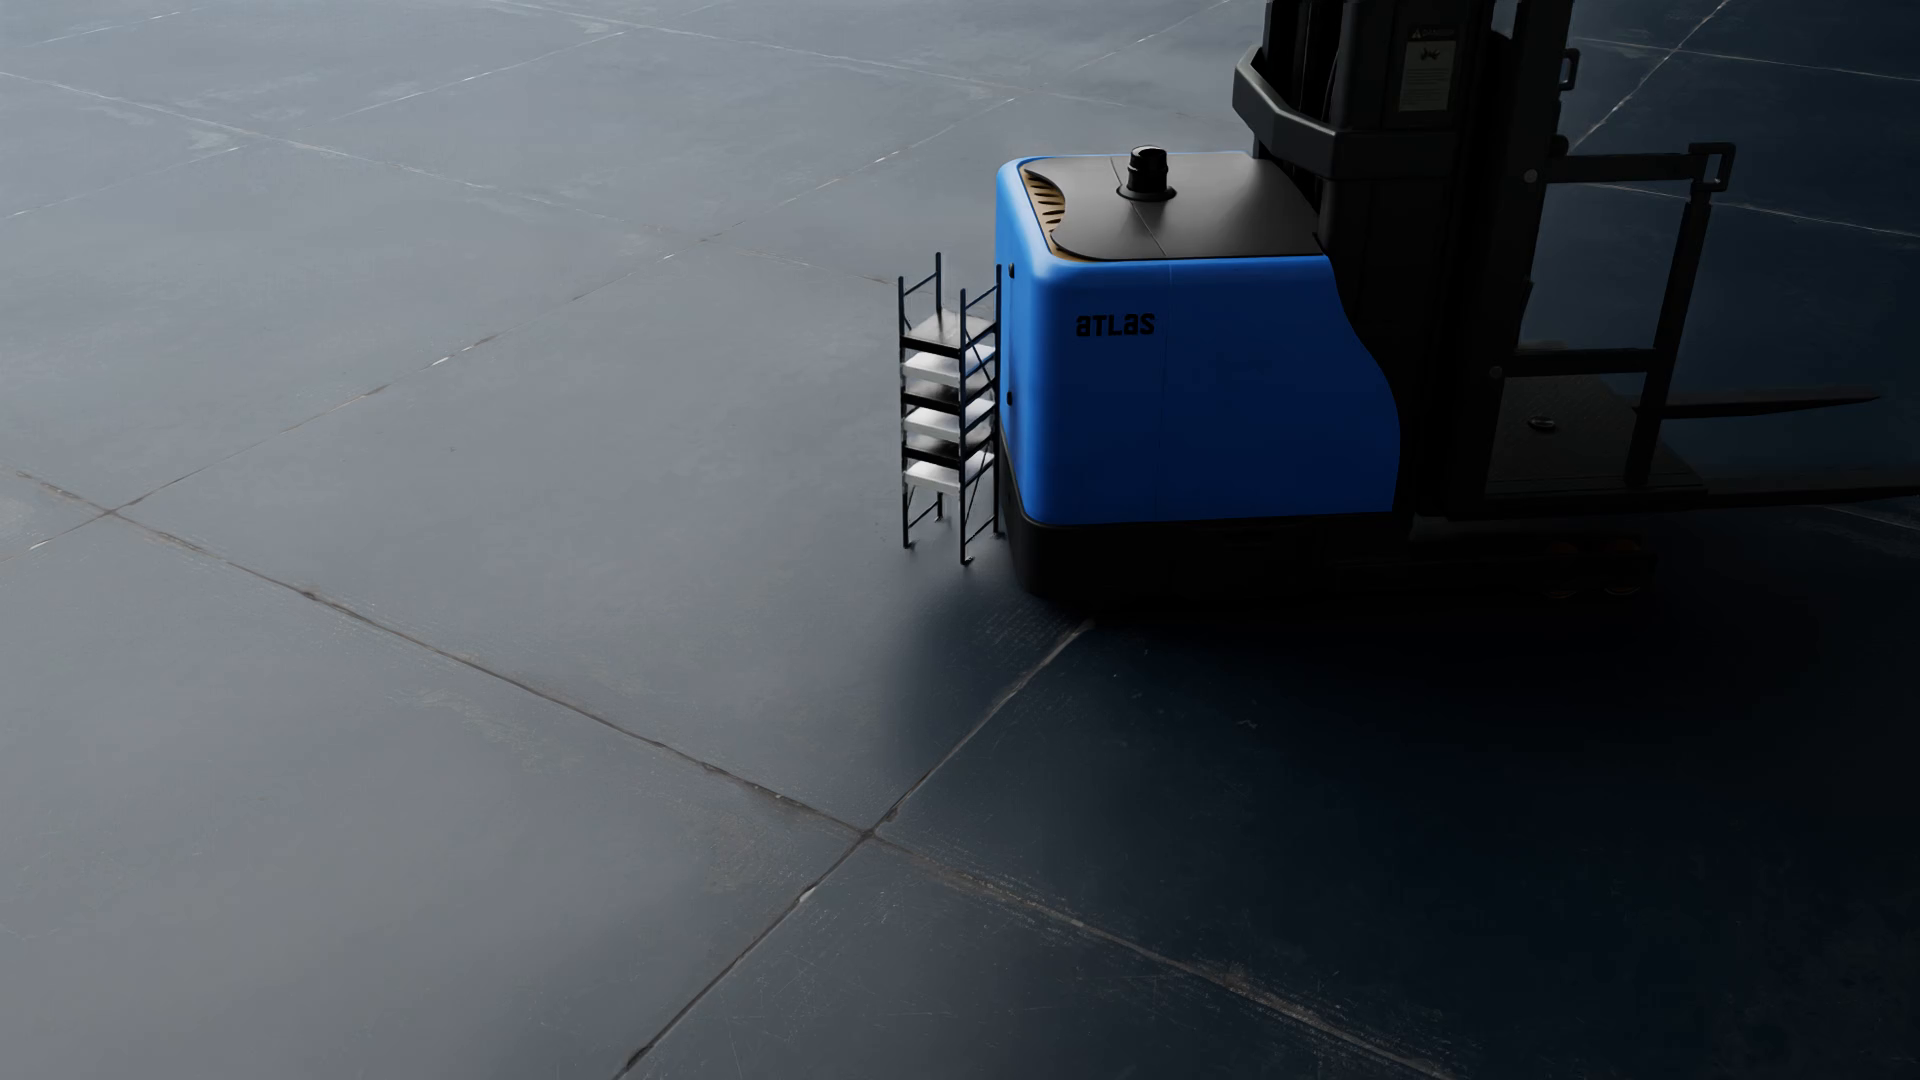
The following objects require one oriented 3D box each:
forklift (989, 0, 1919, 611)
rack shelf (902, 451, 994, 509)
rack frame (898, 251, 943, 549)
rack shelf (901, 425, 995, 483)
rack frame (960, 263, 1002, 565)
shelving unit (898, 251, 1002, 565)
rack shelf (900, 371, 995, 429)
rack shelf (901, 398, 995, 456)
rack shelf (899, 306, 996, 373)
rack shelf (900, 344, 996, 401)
[{"bbox_3d":[1.646,-1.356,4.665,3.031,2.935,1.130,-3,30,-4],"label":"forklift"},{"bbox_3d":[-0.028,-0.205,5.131,0.200,0.077,0.258,15,34,25],"label":"rack shelf"},{"bbox_3d":[-0.117,-0.414,5.066,0.006,0.900,0.240,15,34,25],"label":"rack frame"},{"bbox_3d":[-0.028,-0.283,5.086,0.200,0.077,0.258,15,34,25],"label":"rack shelf"},{"bbox_3d":[0.061,-0.364,4.981,0.006,0.900,0.240,15,34,25],"label":"rack frame"},{"bbox_3d":[-0.028,-0.389,5.023,0.210,0.900,0.258,15,34,25],"label":"shelving unit"},{"bbox_3d":[-0.028,-0.438,4.995,0.200,0.077,0.258,15,34,25],"label":"rack shelf"},{"bbox_3d":[-0.028,-0.360,5.040,0.200,0.077,0.258,15,34,25],"label":"rack shelf"},{"bbox_3d":[-0.028,-0.593,4.904,0.200,0.077,0.258,15,34,25],"label":"rack shelf"},{"bbox_3d":[-0.028,-0.516,4.949,0.200,0.077,0.258,15,34,25],"label":"rack shelf"}]
